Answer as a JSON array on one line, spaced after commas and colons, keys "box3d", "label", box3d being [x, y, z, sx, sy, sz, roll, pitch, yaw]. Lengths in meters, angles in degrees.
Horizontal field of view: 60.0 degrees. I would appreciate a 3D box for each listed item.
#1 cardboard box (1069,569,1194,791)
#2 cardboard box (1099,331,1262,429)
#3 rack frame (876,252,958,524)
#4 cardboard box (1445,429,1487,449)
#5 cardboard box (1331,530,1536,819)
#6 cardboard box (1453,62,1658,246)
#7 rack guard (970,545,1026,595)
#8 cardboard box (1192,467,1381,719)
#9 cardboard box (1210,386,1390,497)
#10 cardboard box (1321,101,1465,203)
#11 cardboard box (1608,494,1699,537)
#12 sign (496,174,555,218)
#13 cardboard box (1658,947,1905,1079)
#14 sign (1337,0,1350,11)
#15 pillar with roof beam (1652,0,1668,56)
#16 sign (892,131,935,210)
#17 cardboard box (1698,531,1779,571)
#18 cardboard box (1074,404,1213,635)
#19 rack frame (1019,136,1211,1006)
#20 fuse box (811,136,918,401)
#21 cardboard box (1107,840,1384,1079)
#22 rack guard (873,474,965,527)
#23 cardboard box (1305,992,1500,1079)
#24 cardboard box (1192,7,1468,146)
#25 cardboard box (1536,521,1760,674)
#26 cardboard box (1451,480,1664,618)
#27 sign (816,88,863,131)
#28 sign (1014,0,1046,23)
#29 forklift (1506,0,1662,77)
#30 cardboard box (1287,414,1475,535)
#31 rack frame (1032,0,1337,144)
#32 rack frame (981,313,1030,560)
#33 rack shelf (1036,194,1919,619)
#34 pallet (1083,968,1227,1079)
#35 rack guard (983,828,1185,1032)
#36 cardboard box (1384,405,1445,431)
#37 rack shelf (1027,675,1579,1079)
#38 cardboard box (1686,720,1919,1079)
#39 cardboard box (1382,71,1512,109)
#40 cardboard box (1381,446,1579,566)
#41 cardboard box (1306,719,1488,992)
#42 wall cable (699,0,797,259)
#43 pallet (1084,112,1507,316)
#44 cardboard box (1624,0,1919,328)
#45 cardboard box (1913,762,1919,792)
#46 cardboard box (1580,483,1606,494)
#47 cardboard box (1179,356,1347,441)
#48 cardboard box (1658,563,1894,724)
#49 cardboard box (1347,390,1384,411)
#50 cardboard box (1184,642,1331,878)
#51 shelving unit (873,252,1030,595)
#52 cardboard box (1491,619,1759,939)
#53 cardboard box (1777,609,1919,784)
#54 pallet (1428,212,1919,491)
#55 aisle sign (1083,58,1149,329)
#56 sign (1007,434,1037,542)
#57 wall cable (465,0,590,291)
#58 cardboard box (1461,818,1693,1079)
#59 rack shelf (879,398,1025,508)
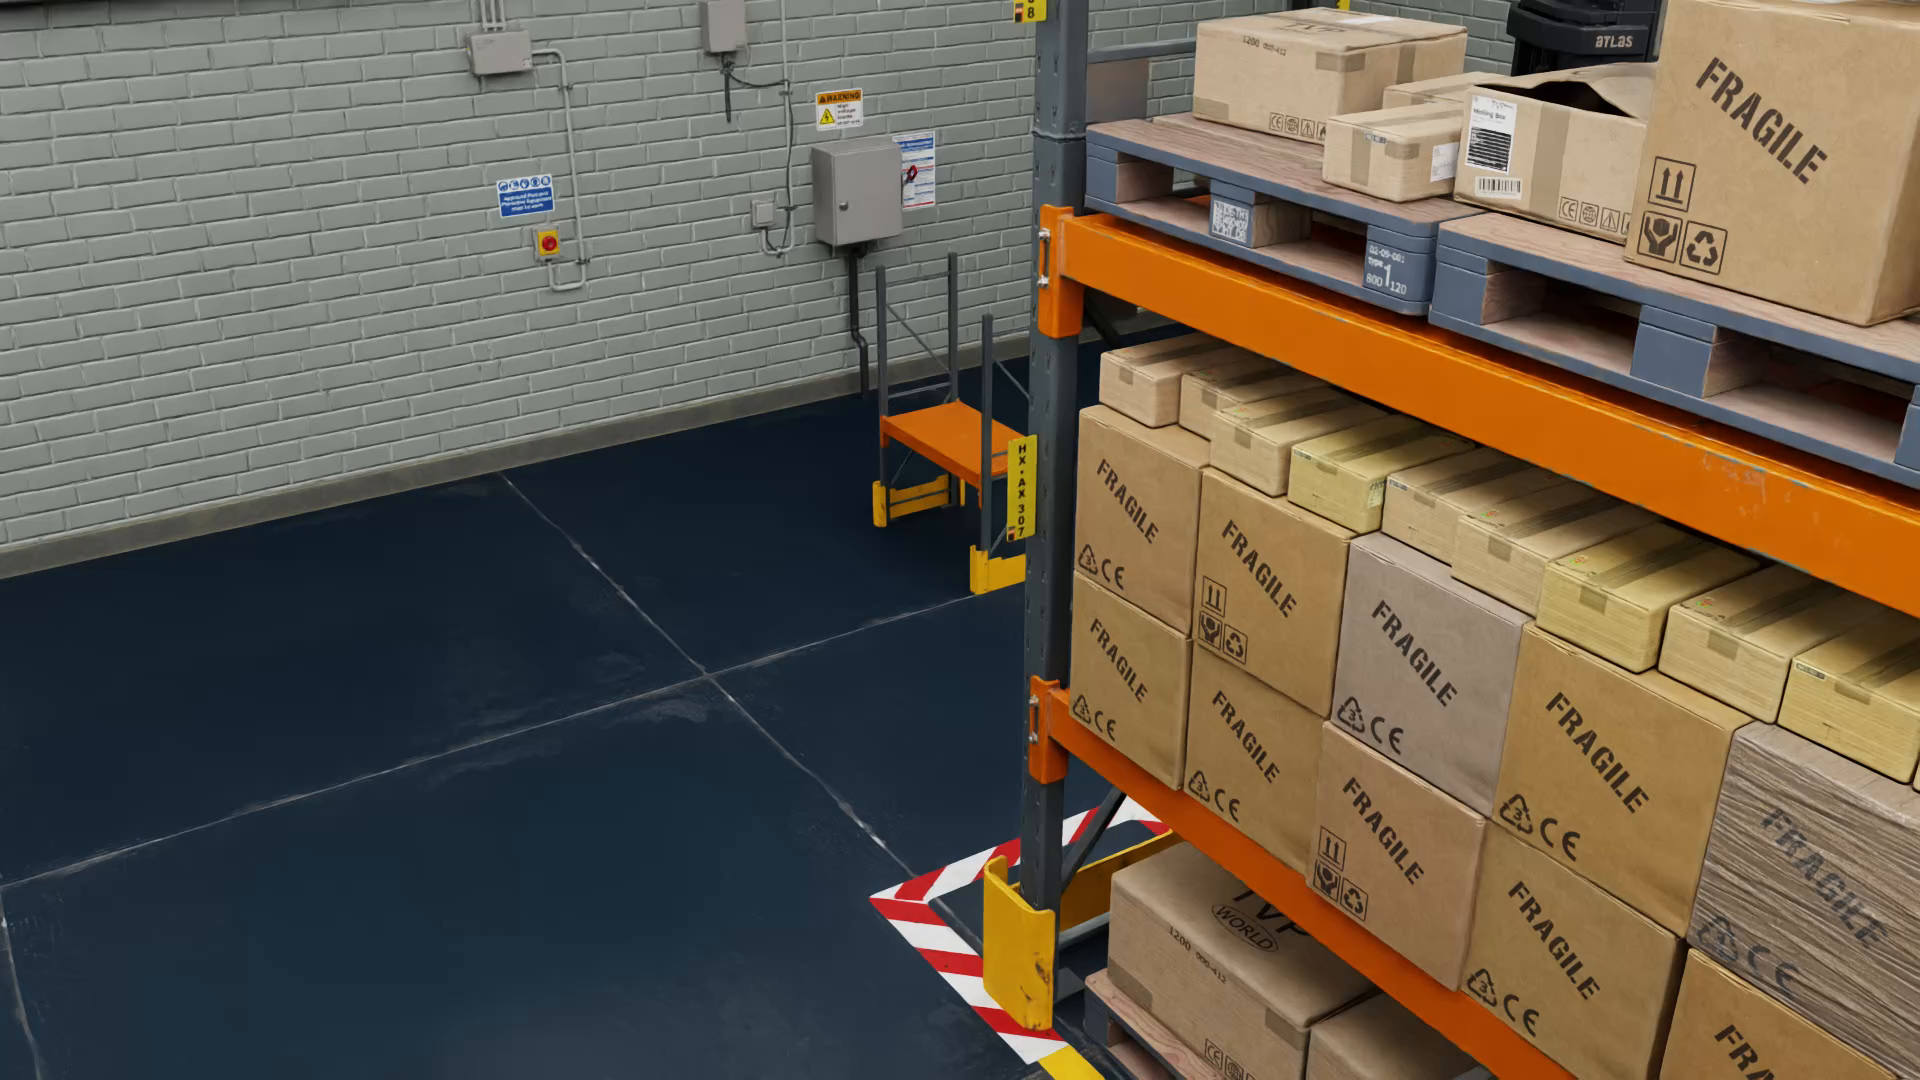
[{"box3d": [0.674, 0.340, 4.898, 0.500, 0.500, 0.500, -16, 30, -30], "label": "cardboard box"}, {"box3d": [0.615, -0.452, 4.646, 0.380, 0.149, 0.250, -15, 29, -29], "label": "cardboard box"}, {"box3d": [-0.231, -0.830, 9.250, 0.500, 1.500, 0.032, -16, 29, -30], "label": "rack frame"}, {"box3d": [1.490, -0.304, 4.333, 0.380, 0.149, 0.250, -15, 29, -28], "label": "cardboard box"}, {"box3d": [1.252, 0.253, 3.912, 0.500, 0.500, 0.500, -16, 30, -30], "label": "cardboard box"}, {"box3d": [1.428, -0.857, 3.534, 0.500, 0.311, 0.500, -15, 29, -29], "label": "cardboard box"}, {"box3d": [0.313, 0.092, 8.762, 0.587, 0.250, 0.087, -16, 29, -30], "label": "rack guard"}, {"box3d": [0.964, 0.071, 4.298, 0.500, 0.500, 0.500, -16, 30, -31], "label": "cardboard box"}, {"box3d": [0.863, -0.255, 4.229, 0.380, 0.149, 0.250, -15, 29, -28], "label": "cardboard box"}, {"box3d": [1.054, -0.888, 3.789, 0.380, 0.149, 0.250, -14, 29, -28], "label": "cardboard box"}, {"box3d": [1.759, -0.118, 3.939, 0.380, 0.149, 0.250, -15, 29, -28], "label": "cardboard box"}, {"box3d": [-2.519, -1.997, 9.650, 0.327, 0.218, 0.001, -16, 29, -30], "label": "sign"}, {"box3d": [1.797, 1.067, 3.359, 0.500, 0.500, 0.500, -16, 30, -30], "label": "cardboard box"}, {"box3d": [1.115, -1.695, 4.870, 0.100, 0.325, 0.005, -16, 29, -30], "label": "sign"}, {"box3d": [0.486, -3.895, 6.960, 9.100, 9.000, 0.400, -16, 29, -30], "label": "pillar with roof beam"}, {"box3d": [-0.305, -2.448, 11.033, 0.329, 0.494, 0.001, -16, 29, -30], "label": "sign"}, {"box3d": [1.887, -0.020, 3.731, 0.380, 0.149, 0.250, -14, 29, -28], "label": "cardboard box"}, {"box3d": [0.676, -0.112, 4.686, 0.500, 0.500, 0.500, -16, 30, -31], "label": "cardboard box"}, {"box3d": [0.653, 0.147, 5.425, 1.000, 3.000, 0.127, -16, 29, -30], "label": "rack frame"}, {"box3d": [-0.605, -1.719, 10.887, 0.539, 1.711, 0.414, -16, 29, -30], "label": "fuse box"}, {"box3d": [1.097, 1.329, 5.431, 0.875, 0.438, 0.875, -17, 30, -31], "label": "cardboard box"}, {"box3d": [-0.230, -0.264, 9.516, 0.587, 0.250, 0.087, -16, 29, -30], "label": "rack guard"}, {"box3d": [1.603, 1.654, 4.742, 0.875, 0.438, 0.875, -15, 29, -28], "label": "cardboard box"}, {"box3d": [0.974, -1.237, 4.409, 0.500, 0.250, 0.500, -19, 31, -34], "label": "cardboard box"}, {"box3d": [1.426, 0.112, 3.450, 0.380, 0.149, 0.250, -16, 30, -31], "label": "cardboard box"}, {"box3d": [1.310, 0.015, 3.656, 0.380, 0.149, 0.250, -15, 29, -29], "label": "cardboard box"}, {"box3d": [-0.765, -2.736, 10.565, 0.339, 0.242, 0.001, -16, 29, -30], "label": "sign"}, {"box3d": [0.185, -1.513, 4.312, 0.100, 0.325, 0.005, -16, 29, -30], "label": "sign"}, {"box3d": [3.624, -1.421, 8.826, 3.031, 2.935, 1.130, -2, 25, -3], "label": "forklift"}, {"box3d": [1.022, -0.165, 4.038, 0.380, 0.149, 0.250, -17, 30, -31], "label": "cardboard box"}, {"box3d": [0.653, -2.566, 4.144, 1.000, 3.000, 0.127, -16, 29, -30], "label": "rack frame"}, {"box3d": [0.324, -0.466, 8.480, 0.500, 1.500, 0.032, -16, 29, -30], "label": "rack frame"}, {"box3d": [1.745, -0.169, 3.423, 1.077, 0.370, 4.000, -16, 29, -30], "label": "rack shelf"}, {"box3d": [1.155, 1.676, 5.453, 1.003, 0.211, 1.213, -16, 29, -30], "label": "pallet"}, {"box3d": [0.640, 1.269, 5.977, 1.175, 0.500, 0.348, -16, 29, -30], "label": "rack guard"}, {"box3d": [1.387, -0.404, 4.544, 0.380, 0.149, 0.250, -16, 30, -30], "label": "cardboard box"}, {"box3d": [1.745, 1.188, 4.063, 1.077, 0.370, 4.000, -16, 29, -30], "label": "rack shelf"}, {"box3d": [1.792, 0.613, 3.150, 0.500, 0.500, 0.500, -15, 29, -29], "label": "cardboard box"}, {"box3d": [1.270, -1.060, 4.152, 0.380, 0.149, 0.250, -18, 31, -33], "label": "cardboard box"}, {"box3d": [1.210, -0.084, 3.865, 0.380, 0.149, 0.250, -15, 29, -29], "label": "cardboard box"}, {"box3d": [1.236, 0.701, 4.134, 0.500, 0.500, 0.500, -16, 29, -30], "label": "cardboard box"}, {"box3d": [-1.263, -2.658, 10.178, 0.588, 1.984, 0.122, -16, 29, -30], "label": "wall cable"}, {"box3d": [1.067, -0.906, 4.246, 1.003, 0.211, 1.213, -16, 29, -30], "label": "pallet"}, {"box3d": [1.628, -0.734, 3.051, 0.500, 0.500, 0.500, -15, 29, -29], "label": "cardboard box"}, {"box3d": [1.901, 0.372, 2.899, 0.380, 0.149, 0.250, -16, 30, -30], "label": "cardboard box"}, {"box3d": [1.573, -0.194, 4.100, 0.380, 0.149, 0.250, -16, 30, -30], "label": "cardboard box"}, {"box3d": [0.817, -0.375, 4.482, 0.380, 0.149, 0.250, -15, 29, -28], "label": "cardboard box"}, {"box3d": [1.610, 0.195, 3.276, 0.380, 0.149, 0.250, -16, 29, -30], "label": "cardboard box"}, {"box3d": [1.175, -0.477, 4.698, 0.380, 0.149, 0.250, -15, 29, -29], "label": "cardboard box"}, {"box3d": [0.974, 0.515, 4.529, 0.500, 0.500, 0.500, -16, 30, -30], "label": "cardboard box"}, {"box3d": [0.042, -0.651, 8.872, 0.587, 1.500, 1.083, -16, 29, -30], "label": "shelving unit"}, {"box3d": [1.525, 0.431, 3.534, 0.500, 0.500, 0.500, -15, 29, -29], "label": "cardboard box"}, {"box3d": [1.757, 0.279, 3.097, 0.380, 0.149, 0.250, -16, 30, -31], "label": "cardboard box"}, {"box3d": [1.737, -0.470, 3.321, 1.003, 0.211, 1.213, -16, 29, -30], "label": "pallet"}, {"box3d": [0.371, -0.987, 4.781, 0.394, 0.787, 0.004, -16, 29, -30], "label": "aisle sign"}, {"box3d": [0.185, -0.153, 4.954, 0.100, 0.325, 0.005, -16, 29, -30], "label": "sign"}, {"box3d": [-2.445, -2.338, 9.462, 0.585, 1.953, 0.123, -16, 29, -30], "label": "wall cable"}, {"box3d": [1.524, 0.876, 3.763, 0.500, 0.500, 0.500, -14, 29, -28], "label": "cardboard box"}, {"box3d": [0.047, -0.485, 8.942, 0.538, 0.185, 1.000, -16, 29, -30], "label": "rack shelf"}]
